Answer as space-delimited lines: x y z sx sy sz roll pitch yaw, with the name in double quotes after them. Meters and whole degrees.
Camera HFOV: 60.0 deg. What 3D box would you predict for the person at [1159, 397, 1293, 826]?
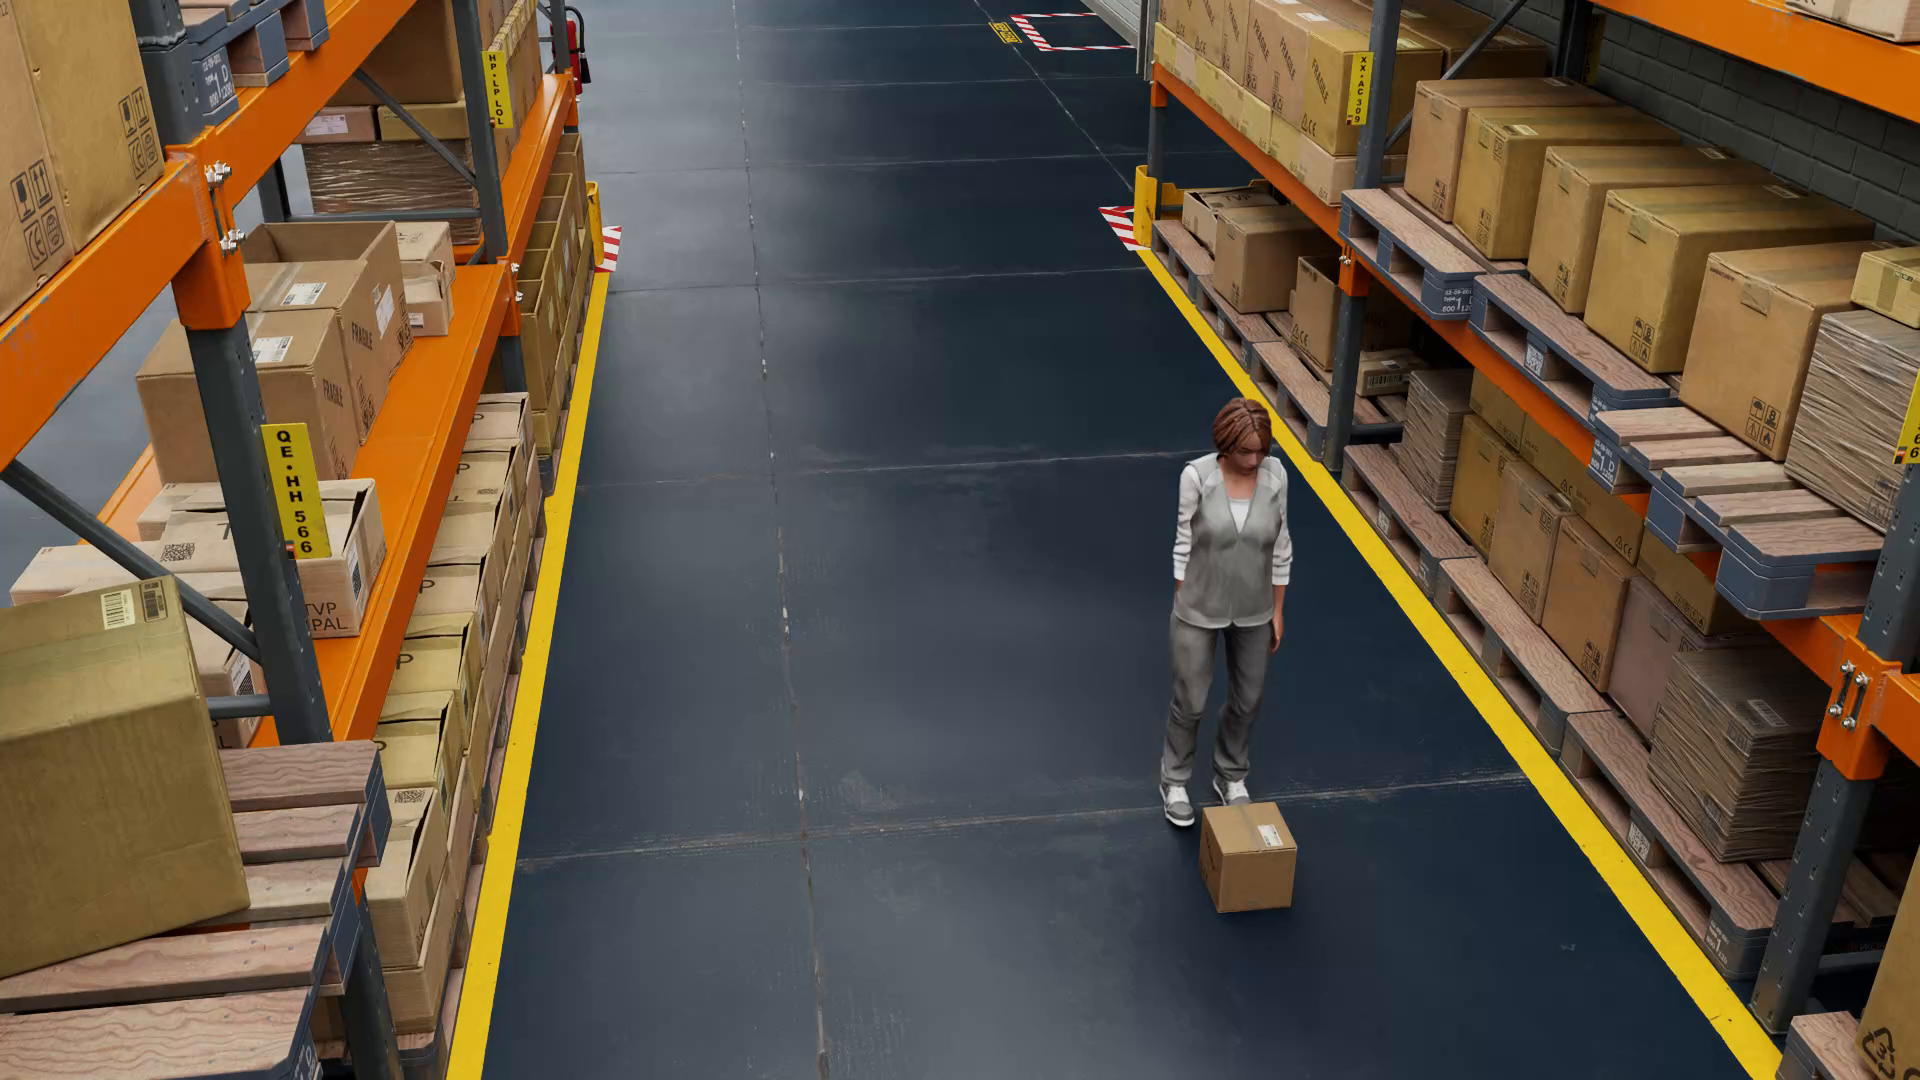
0.913 0.257 5.663 0.407 1.579 0.301 -3 28 -6 "person"
